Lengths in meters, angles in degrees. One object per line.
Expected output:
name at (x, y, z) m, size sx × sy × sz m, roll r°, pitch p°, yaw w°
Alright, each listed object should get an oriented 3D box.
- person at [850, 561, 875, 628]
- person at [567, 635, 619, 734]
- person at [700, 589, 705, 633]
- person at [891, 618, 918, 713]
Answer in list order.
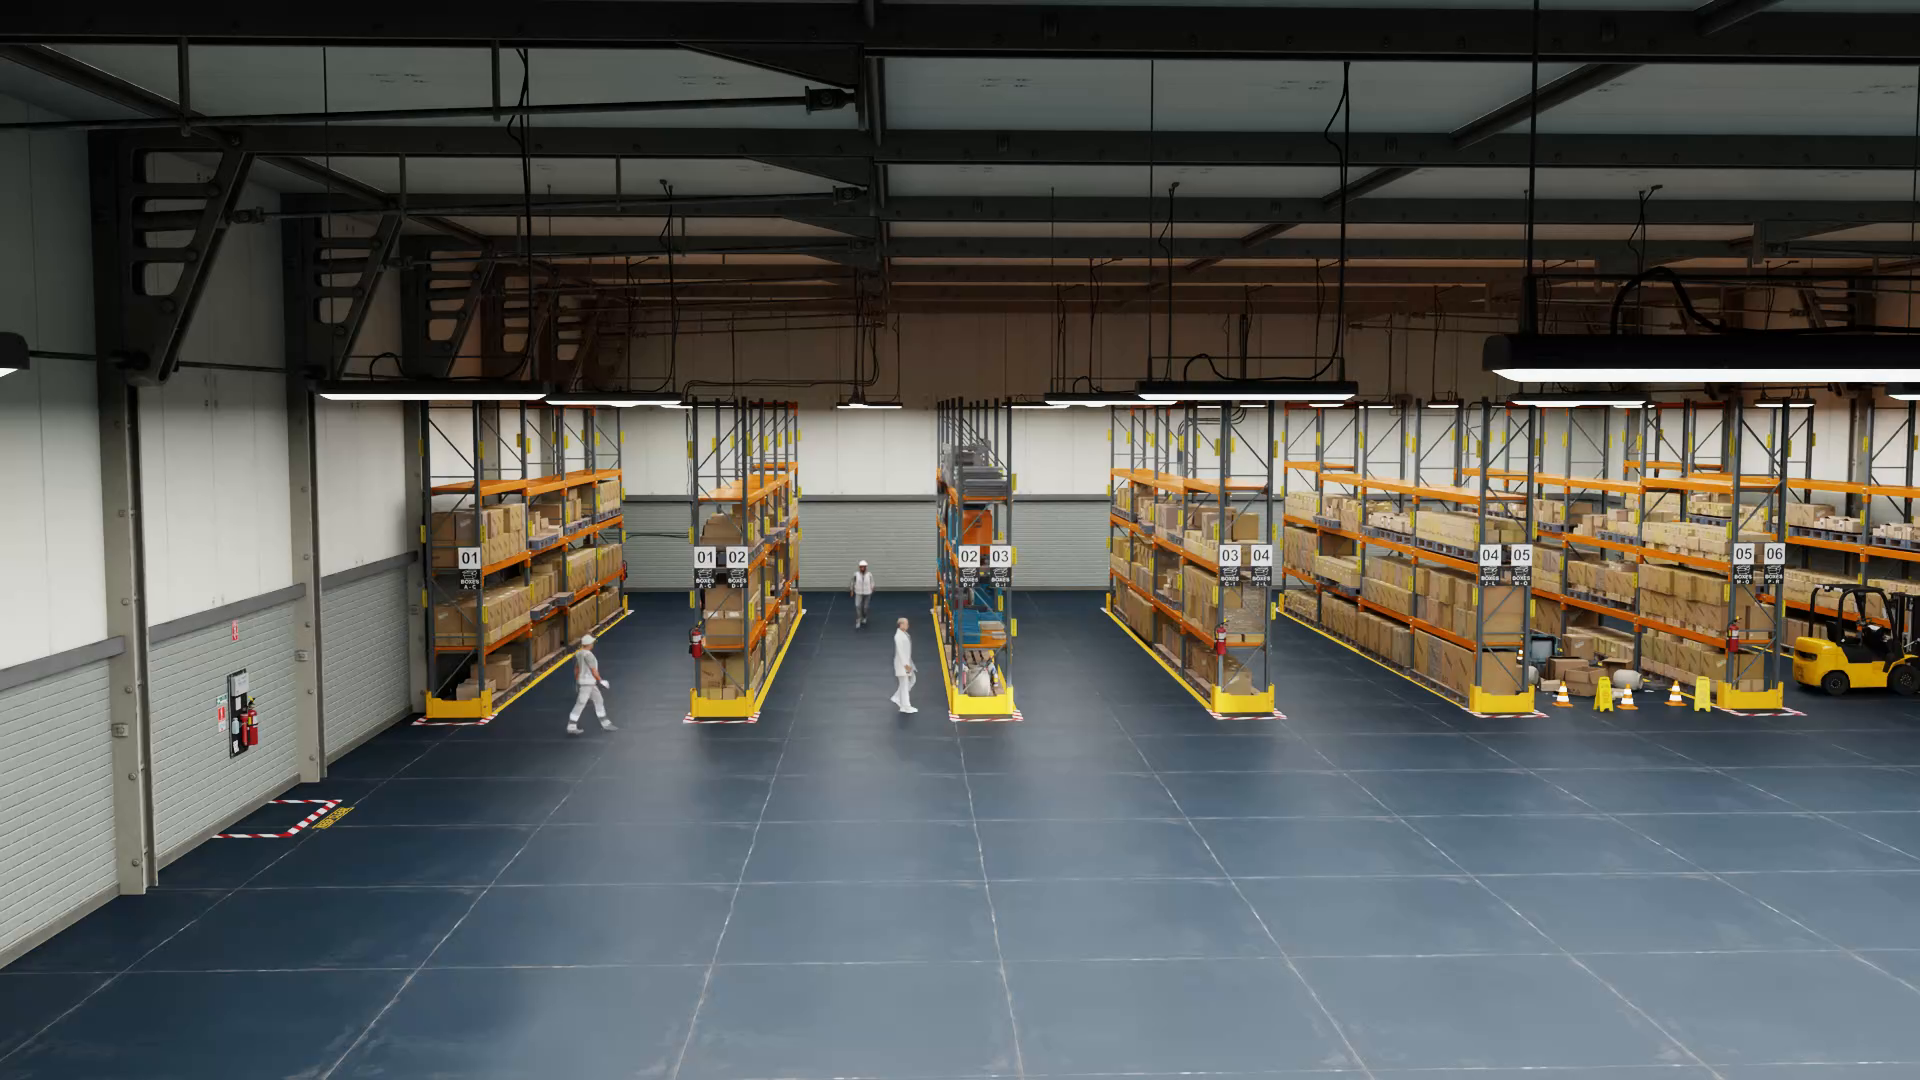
person at (-2.617, 1.433, 44.494) m, size 0.659 × 1.757 × 0.983 m, roll 0°, pitch 4°, yaw 0°
person at (-6.491, 2.546, 29.389) m, size 0.931 × 1.756 × 0.506 m, roll -1°, pitch 5°, yaw -16°
person at (-6.468, 1.627, 42.255) m, size 0.499 × 1.684 × 1.012 m, roll 0°, pitch 4°, yaw 2°
person at (-1.049, 2.376, 31.774) m, size 0.587 × 1.789 × 0.731 m, roll 1°, pitch 4°, yaw 11°
